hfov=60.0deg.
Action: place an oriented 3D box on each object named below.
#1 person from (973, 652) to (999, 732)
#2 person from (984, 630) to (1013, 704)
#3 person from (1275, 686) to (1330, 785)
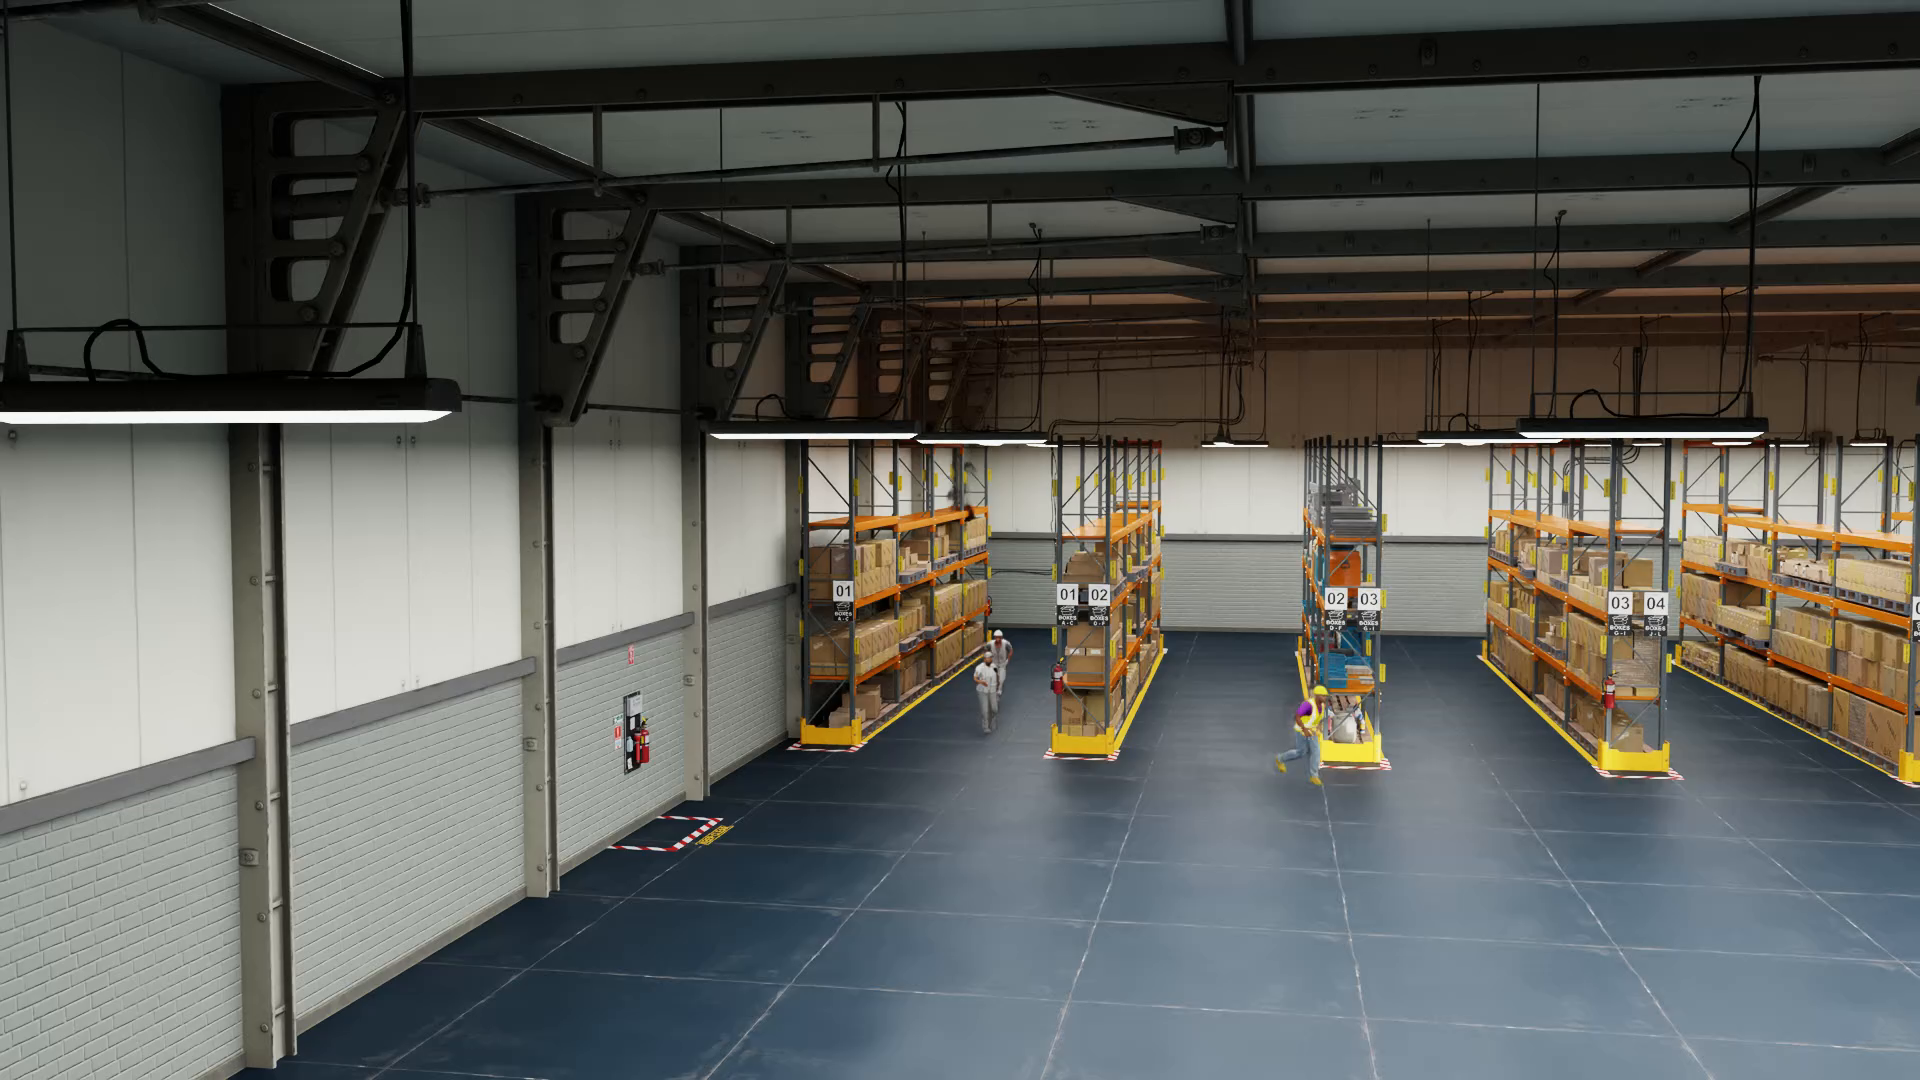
[{"bbox_3d":[0.564,3.082,33.674,0.584,1.633,0.573,-1,3,-17],"label":"person"},{"bbox_3d":[0.862,2.862,37.465,0.658,1.722,0.905,0,3,-3],"label":"person"},{"bbox_3d":[5.919,3.342,28.730,1.023,1.713,0.720,2,4,38],"label":"person"}]
